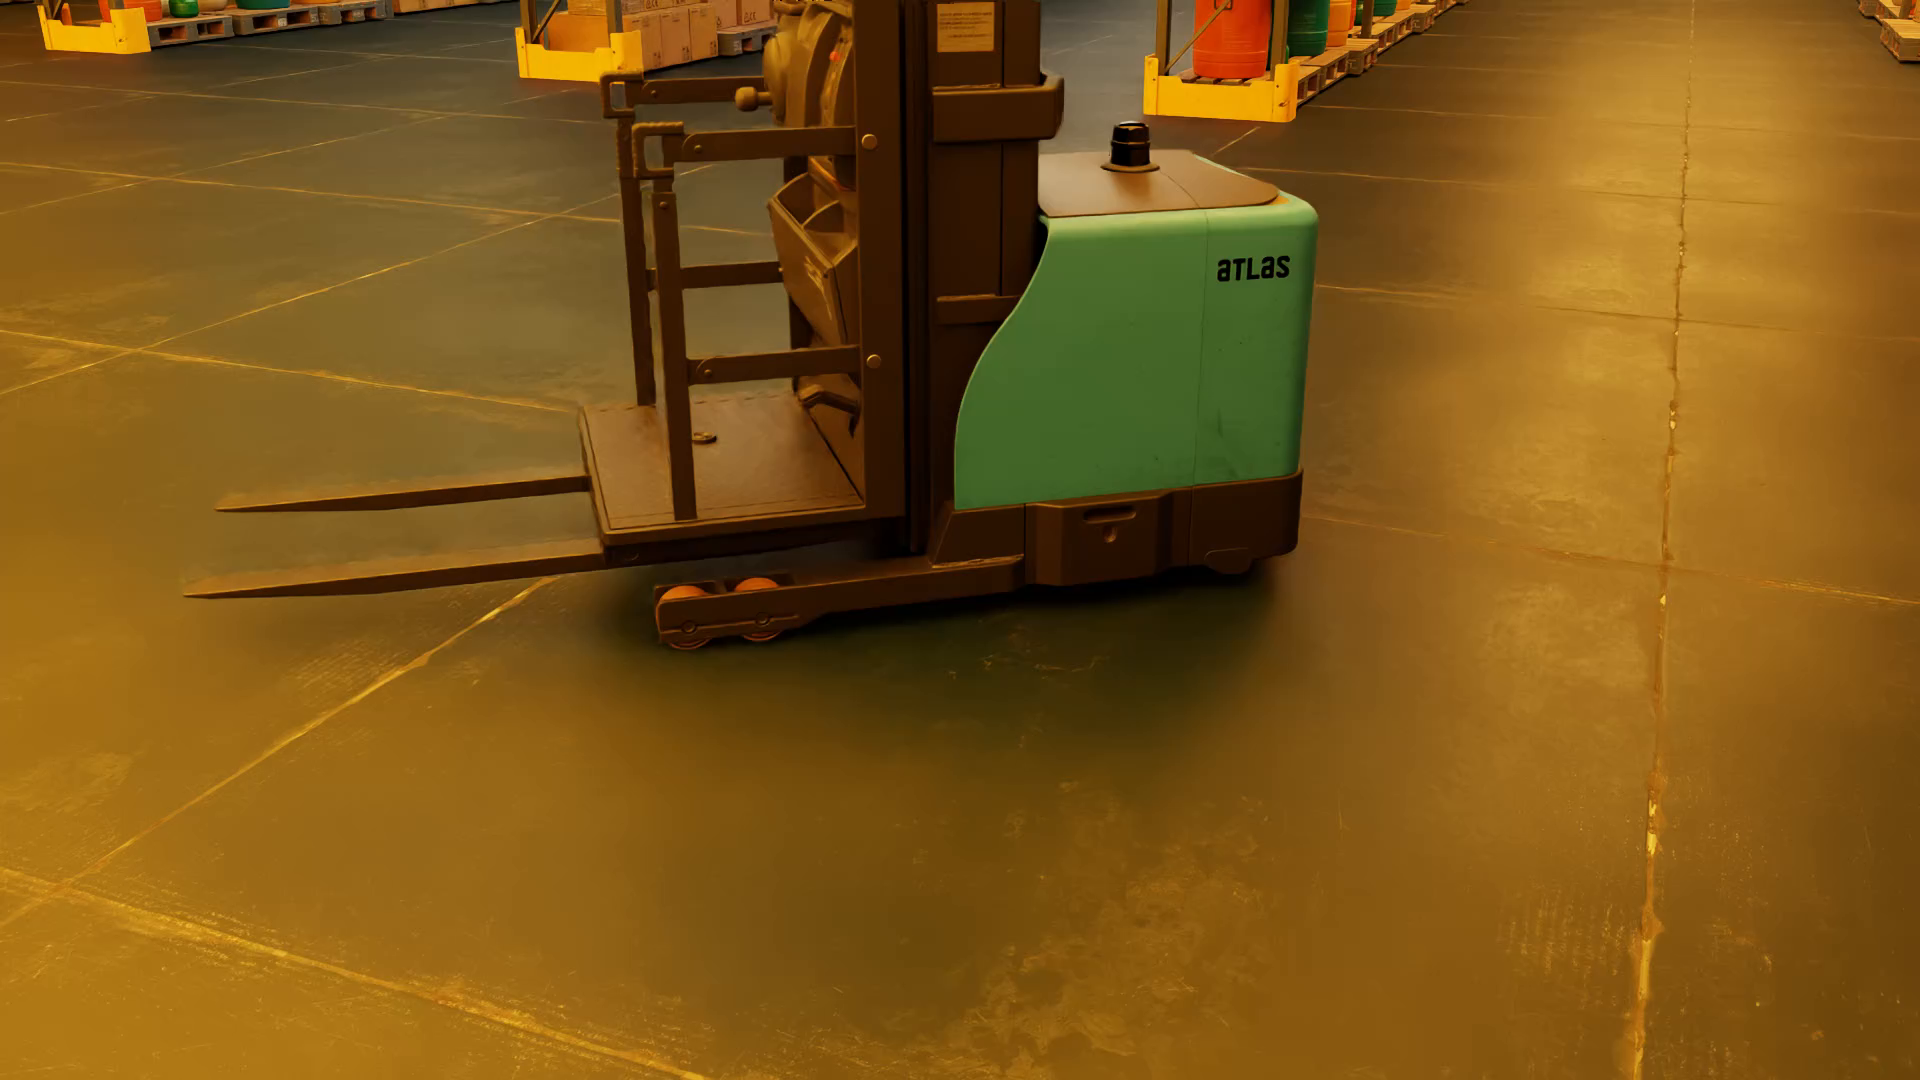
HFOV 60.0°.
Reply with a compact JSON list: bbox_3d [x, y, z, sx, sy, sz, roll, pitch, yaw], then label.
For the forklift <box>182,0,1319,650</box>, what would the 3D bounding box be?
[{"bbox_3d":[-0.587,-1.288,4.374,3.031,2.935,1.130,-6,23,-14],"label":"forklift"}]
